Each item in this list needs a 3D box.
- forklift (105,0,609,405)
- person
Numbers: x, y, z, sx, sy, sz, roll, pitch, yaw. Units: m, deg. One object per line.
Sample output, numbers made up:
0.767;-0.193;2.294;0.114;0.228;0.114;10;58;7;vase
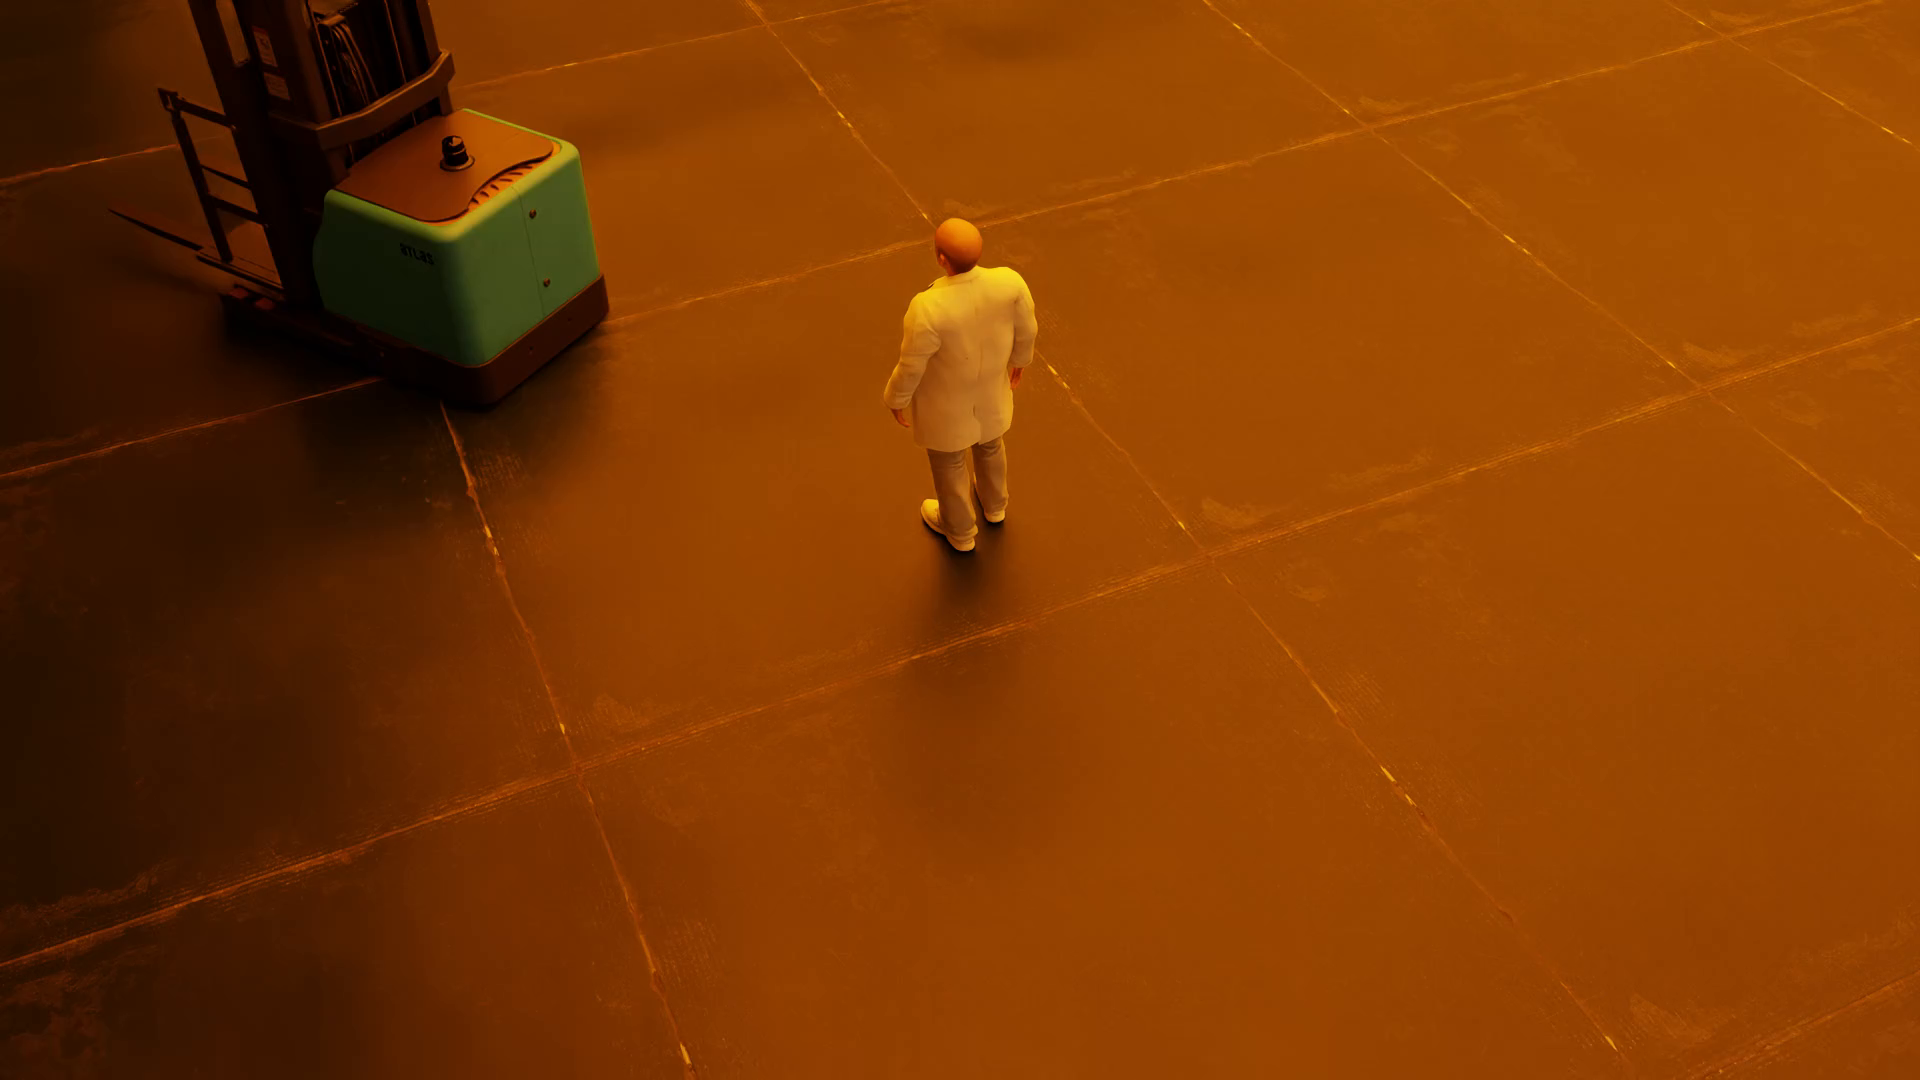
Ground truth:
-3.445;-2.508;8.368;3.031;2.935;1.130;22;47;22;forklift
-0.035;-0.713;7.279;0.698;1.777;0.578;-18;46;-18;person
